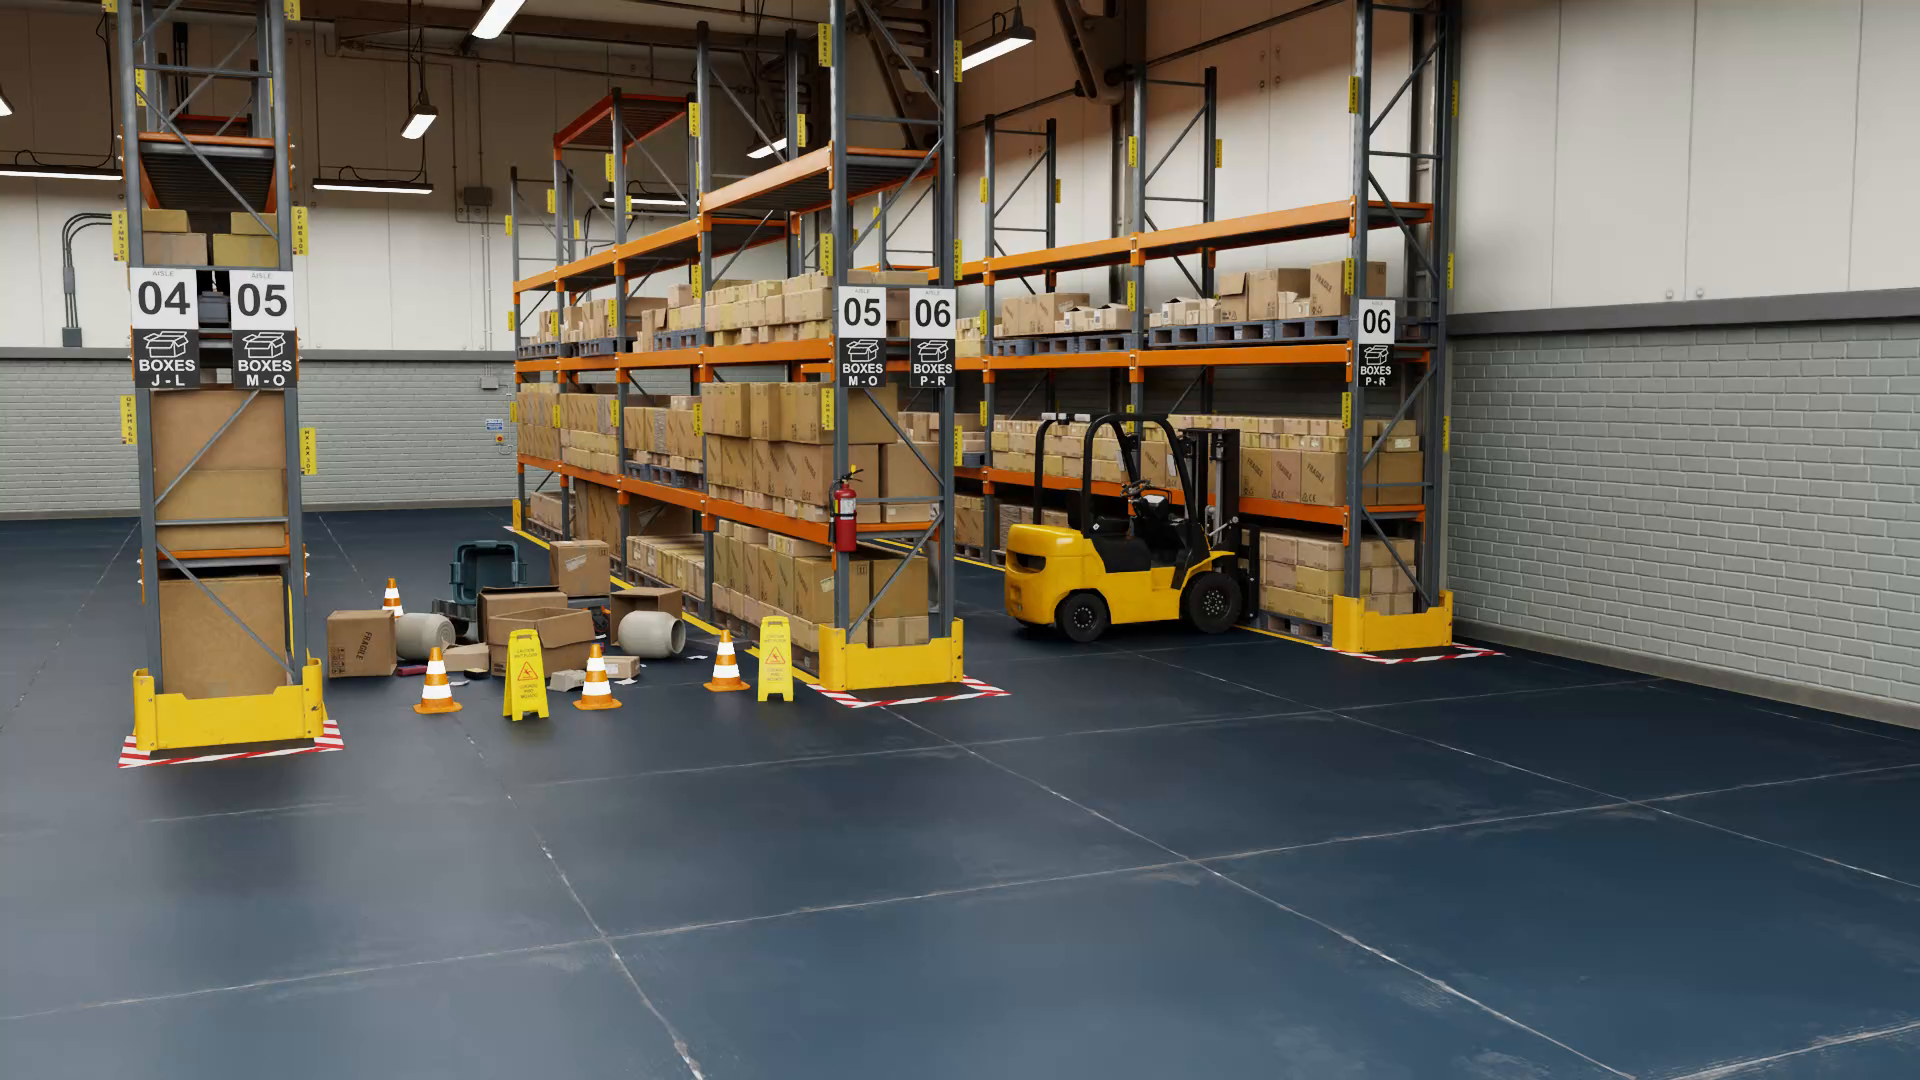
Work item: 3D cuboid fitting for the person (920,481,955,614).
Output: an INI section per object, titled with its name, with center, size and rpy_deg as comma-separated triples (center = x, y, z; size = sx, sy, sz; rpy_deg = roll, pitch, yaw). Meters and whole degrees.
[person]
center = -0.267, -0.111, 17.844
size = 0.395, 1.767, 0.527
rpy_deg = -2, 6, -22
